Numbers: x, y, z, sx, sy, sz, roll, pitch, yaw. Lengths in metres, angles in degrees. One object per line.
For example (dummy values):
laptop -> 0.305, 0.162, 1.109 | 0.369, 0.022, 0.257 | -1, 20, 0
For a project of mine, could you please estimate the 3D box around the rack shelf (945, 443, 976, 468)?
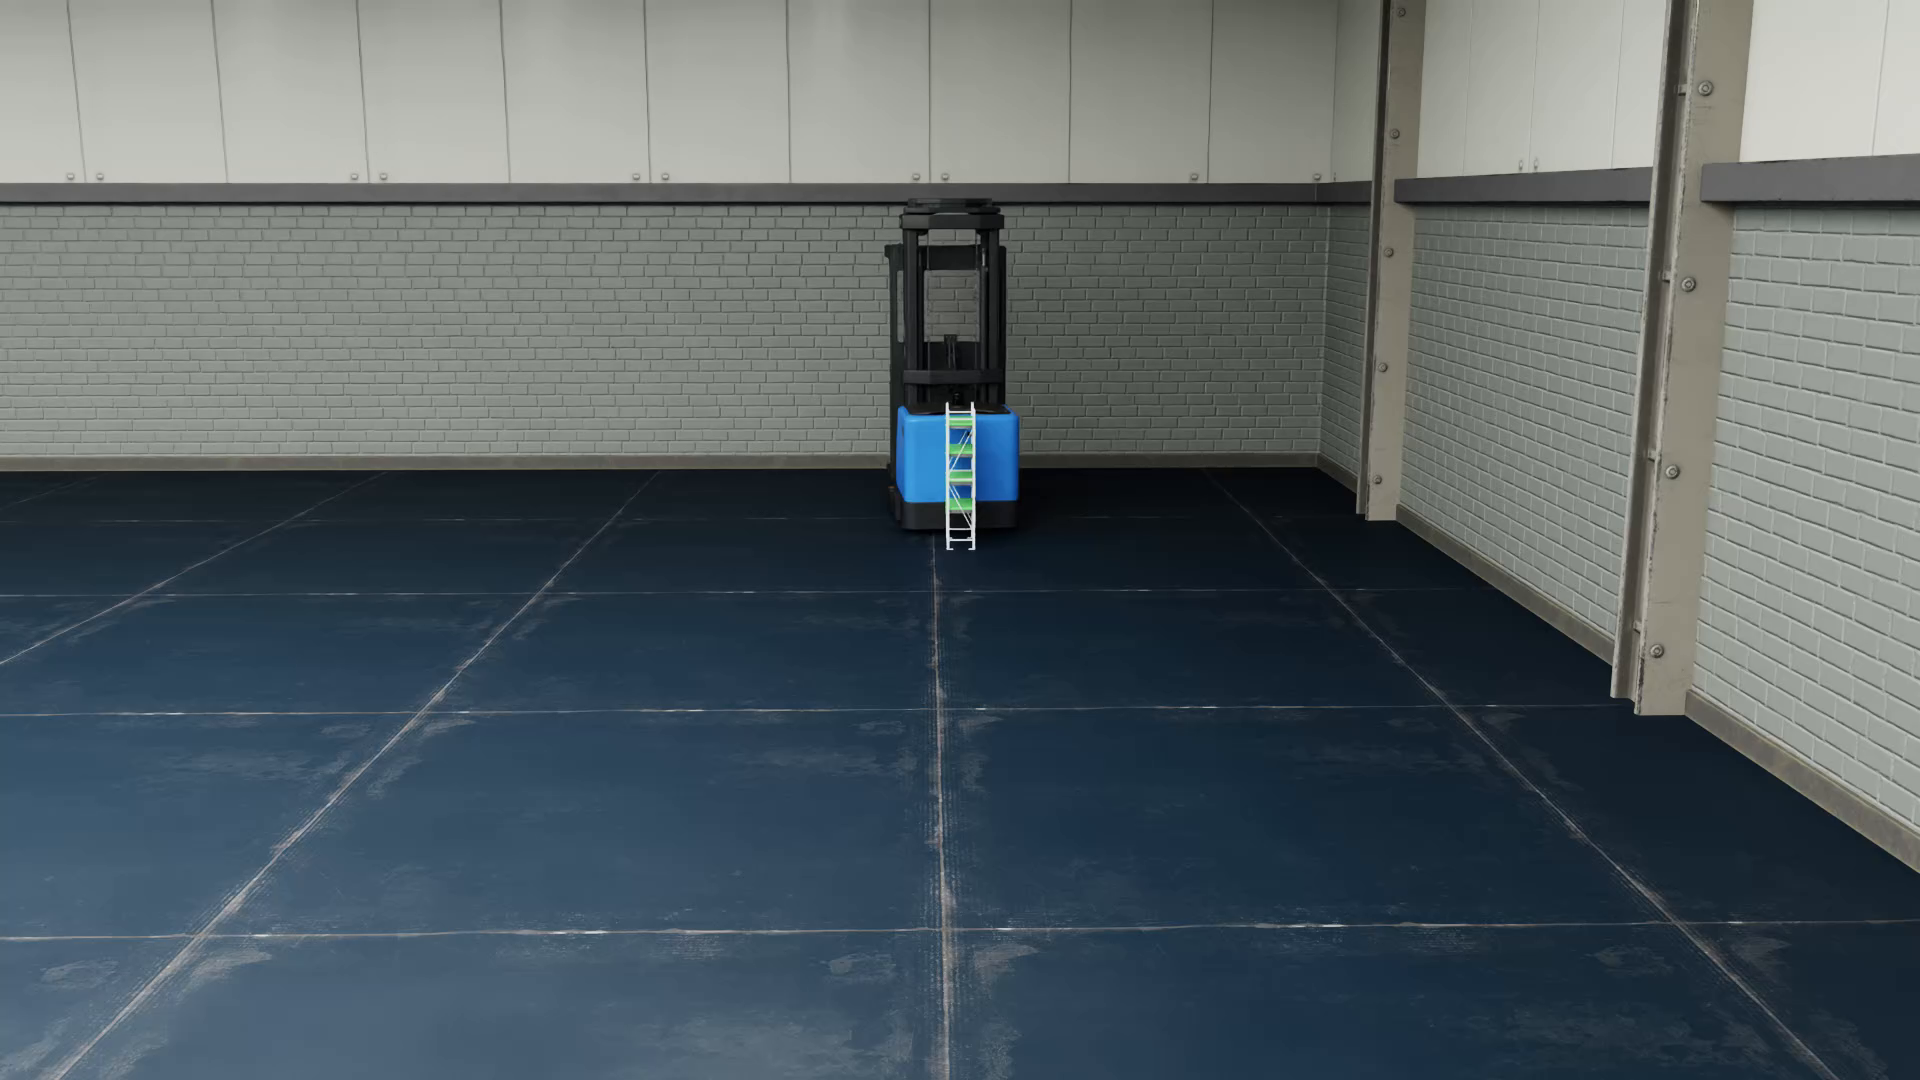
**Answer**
rack shelf -> 0.003, -0.728, 14.243 | 0.258, 0.148, 0.480 | 0, 11, -1

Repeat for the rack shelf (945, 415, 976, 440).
rack shelf -> 0.003, -0.963, 14.195 | 0.258, 0.148, 0.480 | 0, 11, -1

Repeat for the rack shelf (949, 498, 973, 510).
rack shelf -> 0.003, -0.310, 14.327 | 0.221, 0.021, 0.457 | 0, 11, -1

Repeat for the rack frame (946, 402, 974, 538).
rack frame -> -0.002, -0.604, 14.517 | 0.240, 1.200, 0.015 | 0, 11, -1

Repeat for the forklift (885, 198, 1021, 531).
forklift -> -0.141, -1.764, 15.885 | 1.130, 2.935, 3.031 | -1, 12, -6

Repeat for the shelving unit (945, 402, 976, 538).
shelving unit -> 0.003, -0.556, 14.283 | 0.258, 1.200, 0.492 | 0, 11, -1

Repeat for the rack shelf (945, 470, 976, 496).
rack shelf -> 0.003, -0.492, 14.290 | 0.258, 0.148, 0.480 | 0, 11, -1
